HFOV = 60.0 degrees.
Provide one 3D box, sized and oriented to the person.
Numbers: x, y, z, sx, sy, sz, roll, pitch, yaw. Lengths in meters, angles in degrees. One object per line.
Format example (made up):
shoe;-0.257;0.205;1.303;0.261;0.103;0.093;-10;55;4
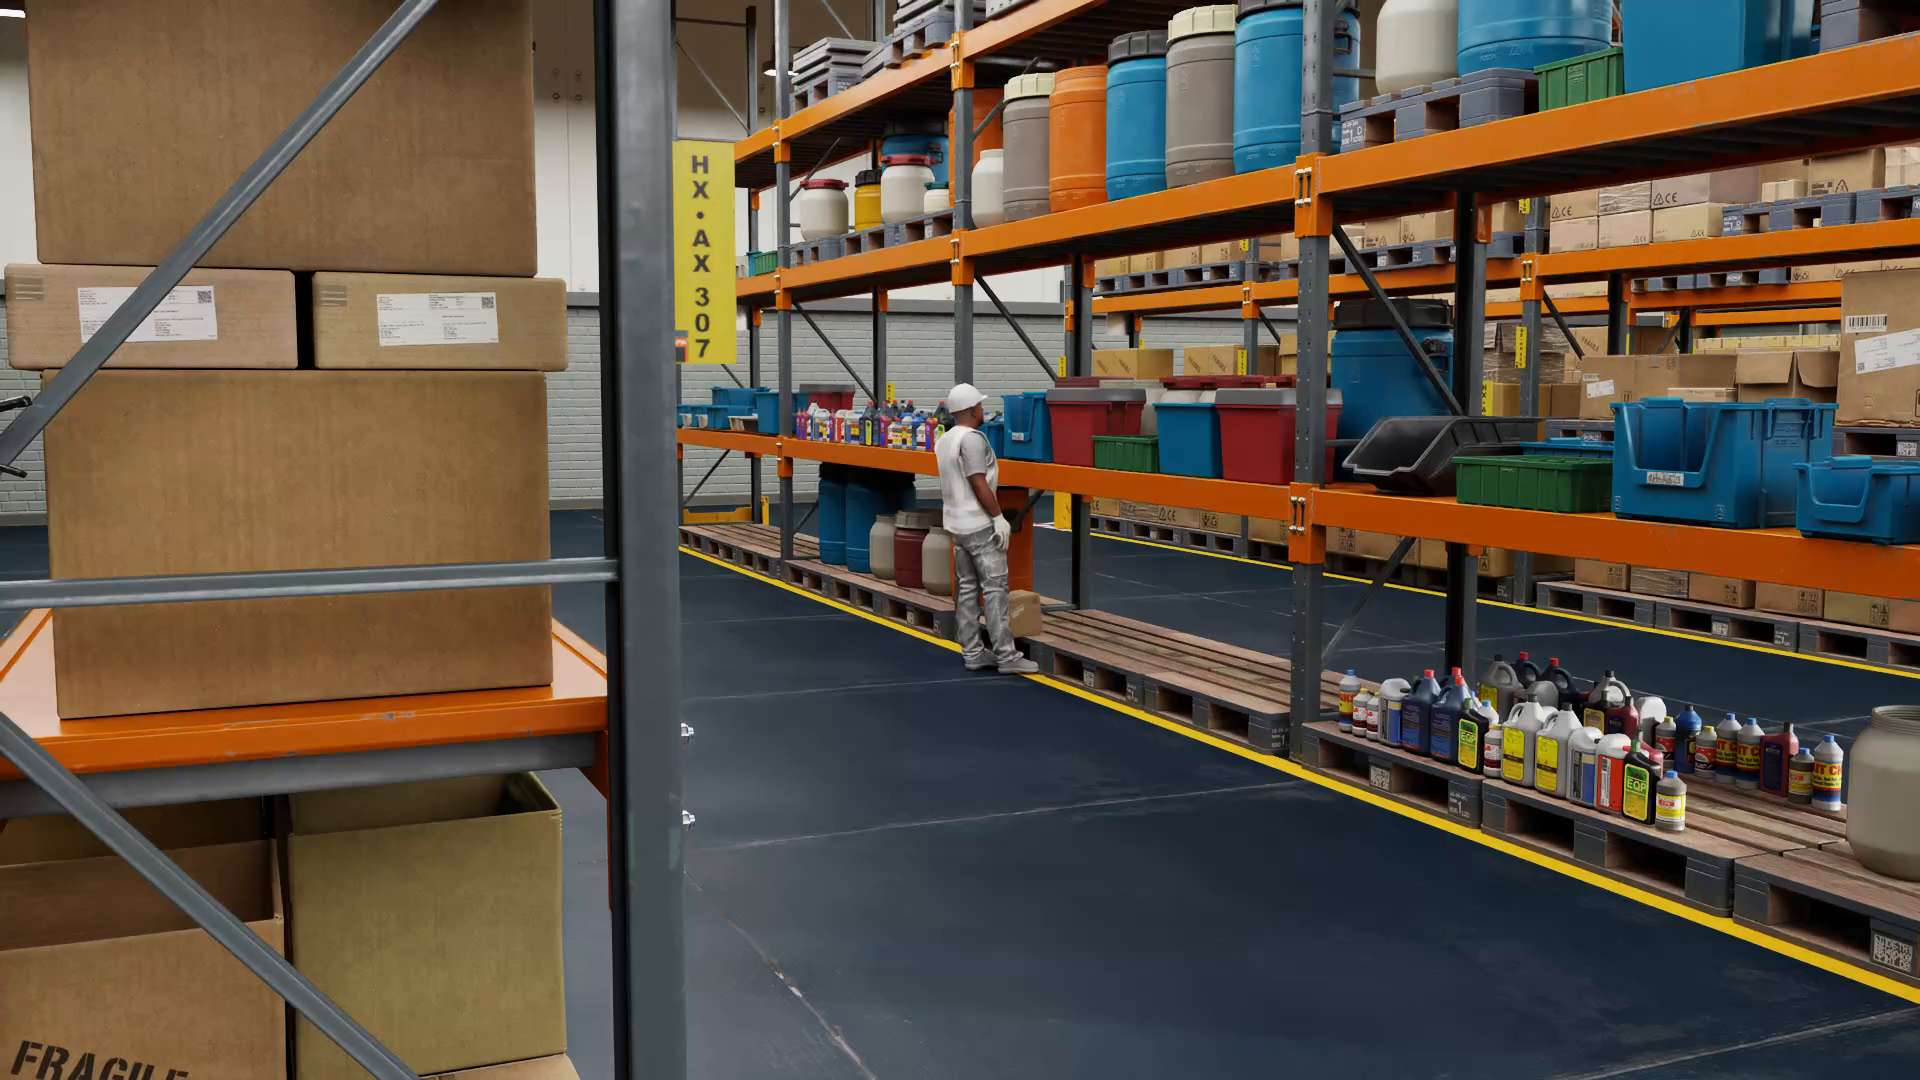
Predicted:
person;0.165;-0.082;10.378;0.577;1.782;0.656;-2;6;-24
